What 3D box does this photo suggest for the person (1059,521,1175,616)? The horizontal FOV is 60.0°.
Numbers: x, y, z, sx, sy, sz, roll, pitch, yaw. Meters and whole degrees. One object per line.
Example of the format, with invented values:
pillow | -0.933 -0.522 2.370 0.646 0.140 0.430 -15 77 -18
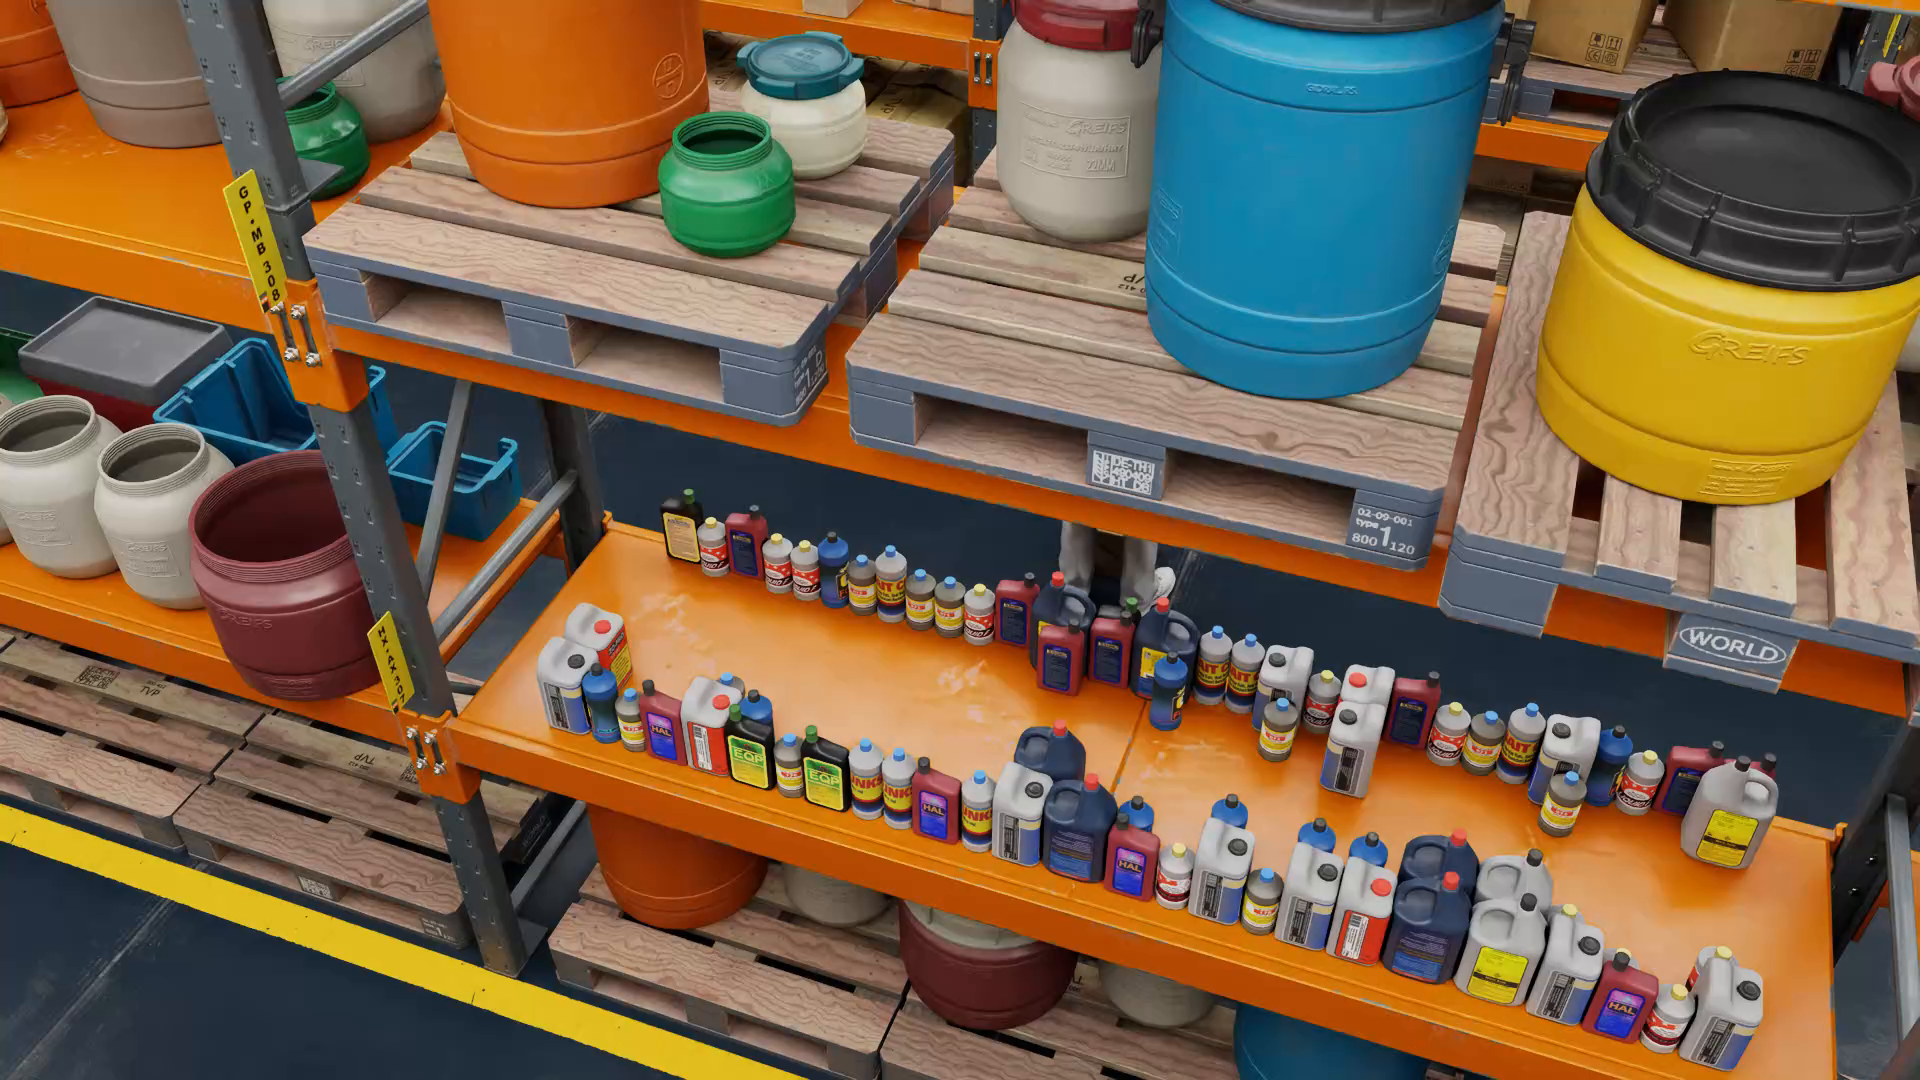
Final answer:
person | 0.621 -0.435 6.671 0.642 1.774 0.421 14 43 15
